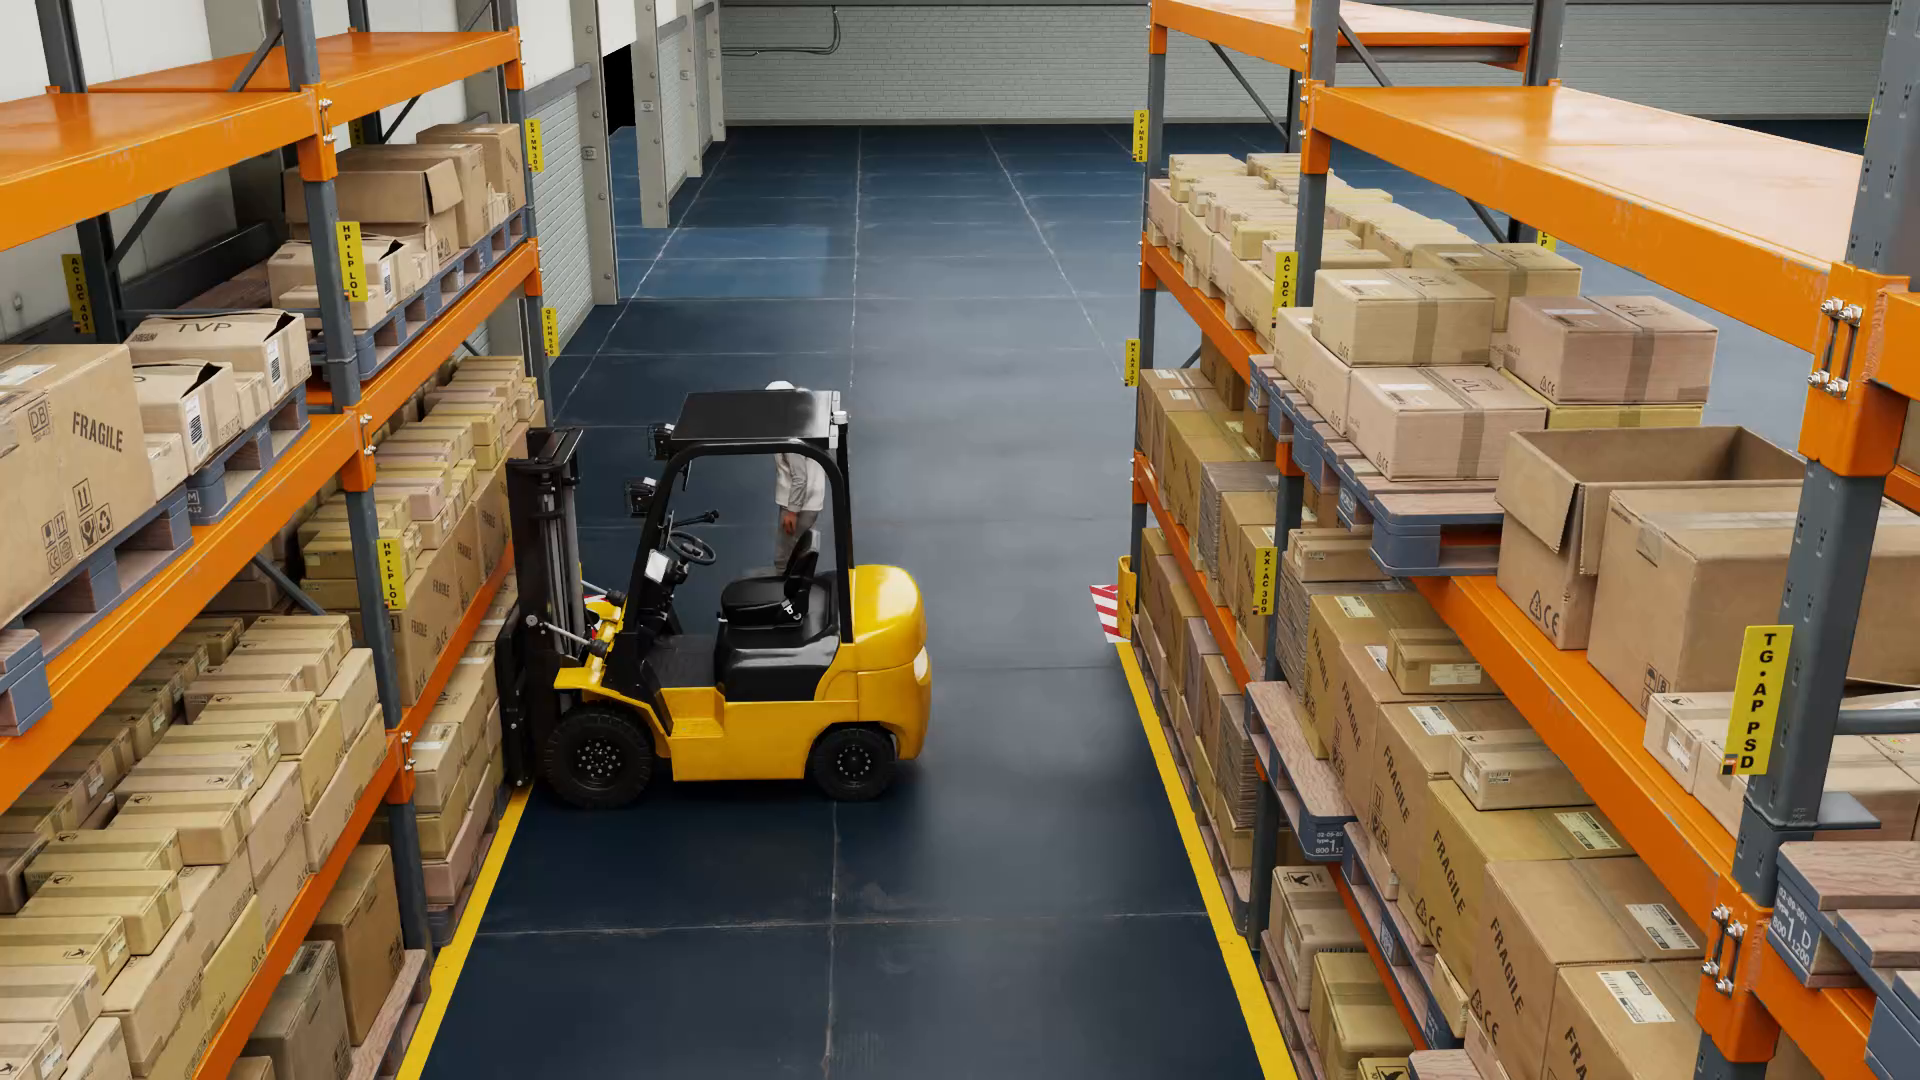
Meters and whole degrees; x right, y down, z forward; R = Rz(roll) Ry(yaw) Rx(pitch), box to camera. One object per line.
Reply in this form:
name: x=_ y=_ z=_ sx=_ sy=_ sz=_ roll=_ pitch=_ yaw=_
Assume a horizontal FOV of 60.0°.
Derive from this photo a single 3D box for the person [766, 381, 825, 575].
person: x=-1.190 y=-0.270 z=11.770 sx=0.476 sy=1.770 sz=0.591 roll=-2 pitch=20 yaw=-6
